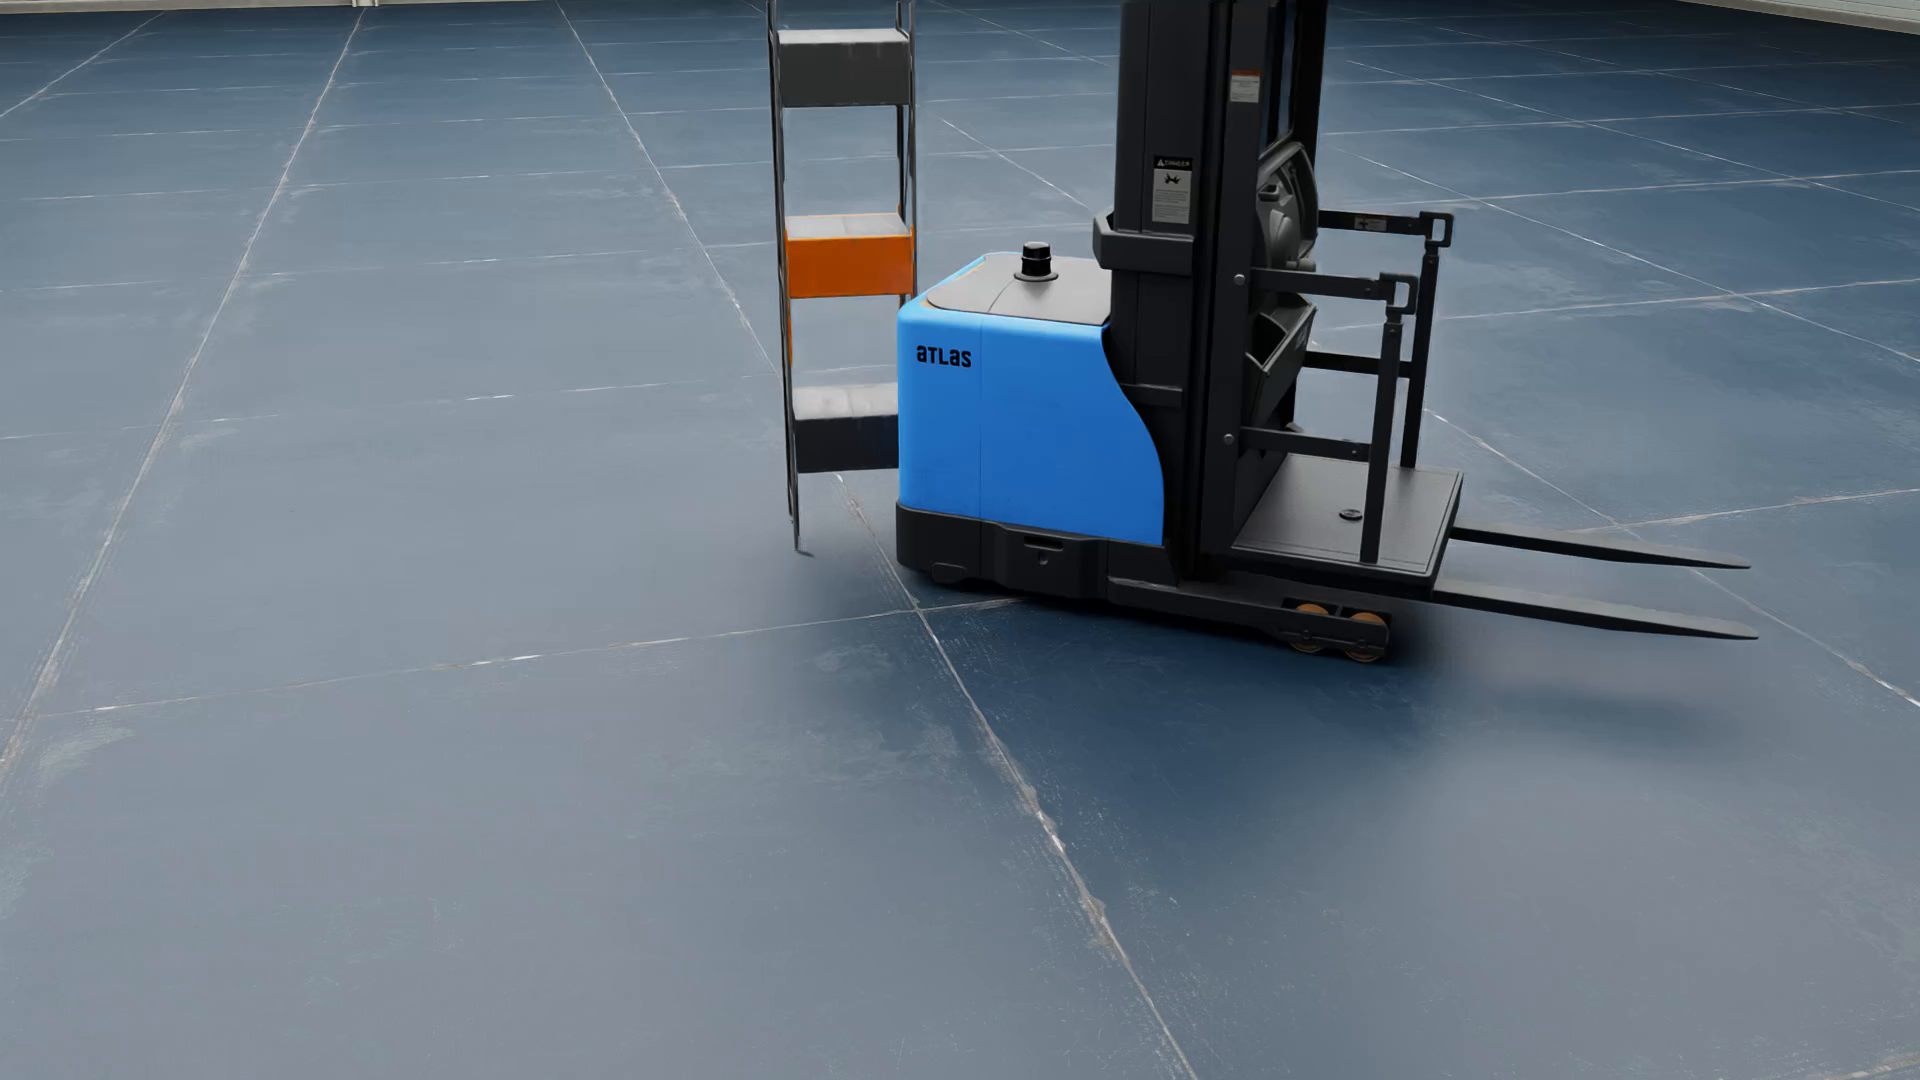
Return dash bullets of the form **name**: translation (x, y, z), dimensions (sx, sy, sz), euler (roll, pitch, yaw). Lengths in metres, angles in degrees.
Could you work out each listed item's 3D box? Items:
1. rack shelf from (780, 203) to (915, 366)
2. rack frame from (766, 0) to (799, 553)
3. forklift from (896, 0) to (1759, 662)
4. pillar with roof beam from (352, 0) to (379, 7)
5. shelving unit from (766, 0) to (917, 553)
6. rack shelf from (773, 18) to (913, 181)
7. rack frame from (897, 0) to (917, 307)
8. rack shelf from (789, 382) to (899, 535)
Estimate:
- **rack shelf**: translation (-0.441, -0.995, 6.441), dimensions (0.480, 0.518, 0.431), euler (-4, 23, -8)
- **rack frame**: translation (-0.682, -0.993, 6.400), dimensions (0.015, 2.100, 0.400), euler (-4, 23, -8)
- **forklift**: translation (1.325, -1.162, 5.741), dimensions (3.031, 2.935, 1.130), euler (9, 25, 20)
- **pillar with roof beam**: translation (-8.450, -11.153, 21.331), dimensions (0.400, 9.000, 9.100), euler (-6, 24, -14)
- **shelving unit**: translation (-0.441, -1.008, 6.435), dimensions (0.503, 2.100, 0.431), euler (-4, 23, -8)
- **rack shelf**: translation (-0.441, -1.638, 6.165), dimensions (0.480, 0.518, 0.431), euler (-4, 23, -8)
- **rack frame**: translation (-0.200, -1.023, 6.471), dimensions (0.015, 2.100, 0.400), euler (-4, 23, -8)
- **rack shelf**: translation (-0.441, -0.352, 6.717), dimensions (0.480, 0.518, 0.431), euler (-4, 23, -8)
